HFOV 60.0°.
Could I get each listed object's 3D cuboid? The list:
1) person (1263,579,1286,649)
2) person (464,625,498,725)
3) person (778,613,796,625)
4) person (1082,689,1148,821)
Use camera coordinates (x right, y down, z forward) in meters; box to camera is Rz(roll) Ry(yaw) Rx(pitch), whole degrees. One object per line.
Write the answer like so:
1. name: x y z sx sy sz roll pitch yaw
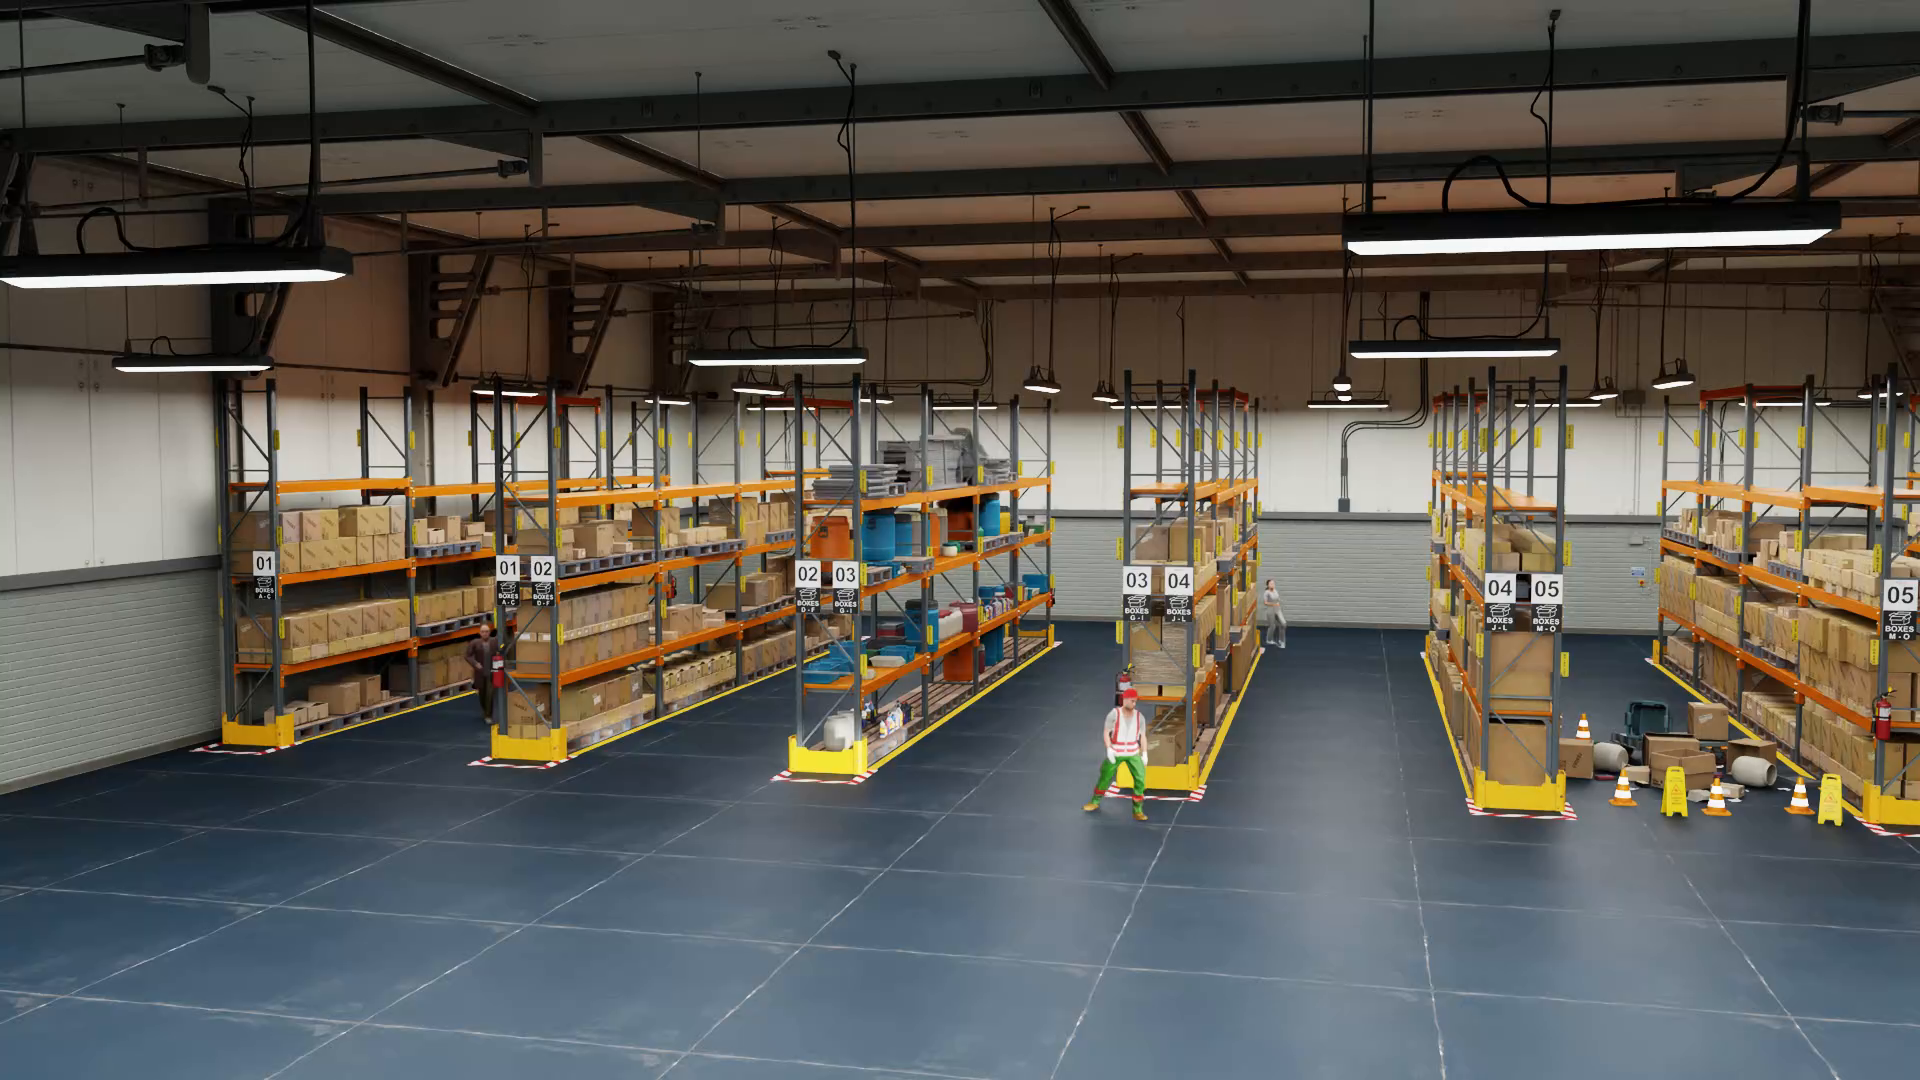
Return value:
1. person: 7.537 1.775 40.114 0.559 1.675 0.724 -2 4 -27
2. person: -8.430 2.361 29.549 0.695 1.745 0.966 -1 4 -14
3. person: -4.224 1.582 42.505 1.010 1.727 0.567 -1 4 -14
4. person: 2.070 2.819 22.045 0.857 1.730 0.750 0 3 -5
